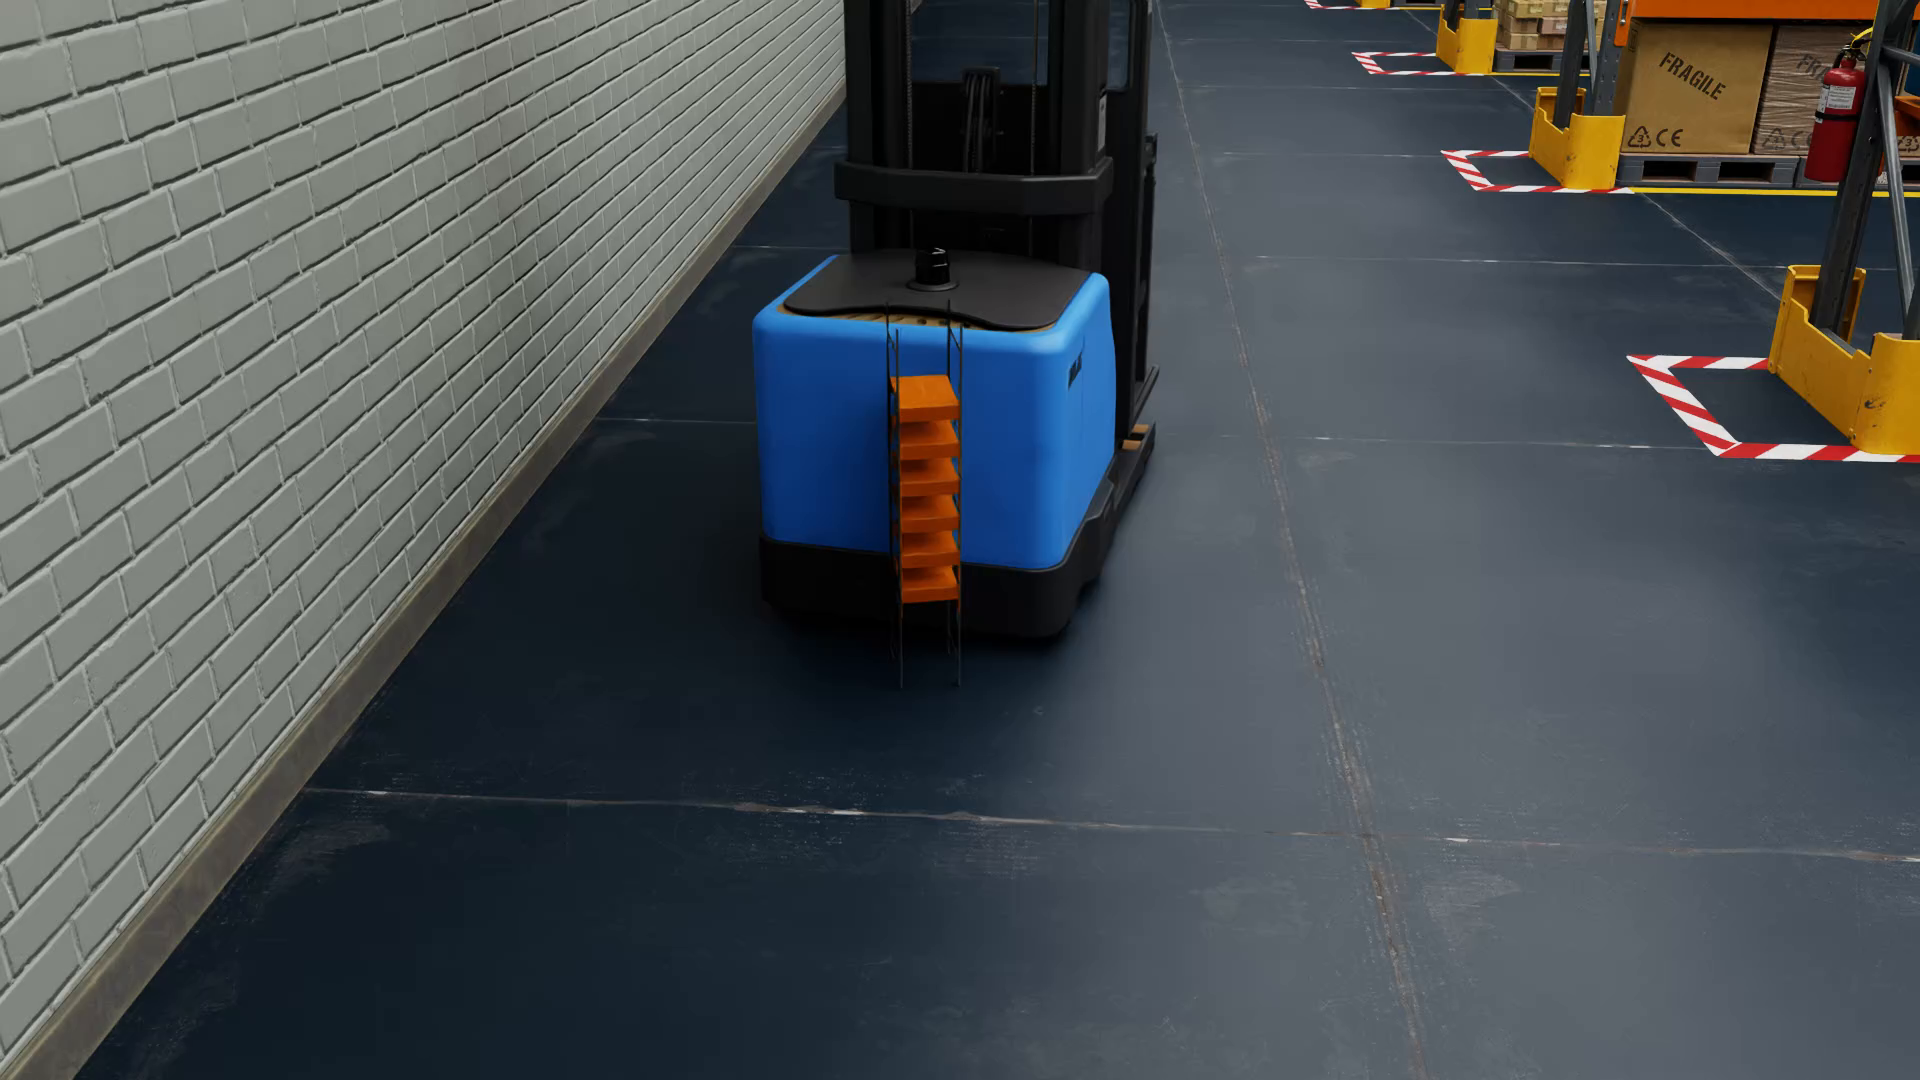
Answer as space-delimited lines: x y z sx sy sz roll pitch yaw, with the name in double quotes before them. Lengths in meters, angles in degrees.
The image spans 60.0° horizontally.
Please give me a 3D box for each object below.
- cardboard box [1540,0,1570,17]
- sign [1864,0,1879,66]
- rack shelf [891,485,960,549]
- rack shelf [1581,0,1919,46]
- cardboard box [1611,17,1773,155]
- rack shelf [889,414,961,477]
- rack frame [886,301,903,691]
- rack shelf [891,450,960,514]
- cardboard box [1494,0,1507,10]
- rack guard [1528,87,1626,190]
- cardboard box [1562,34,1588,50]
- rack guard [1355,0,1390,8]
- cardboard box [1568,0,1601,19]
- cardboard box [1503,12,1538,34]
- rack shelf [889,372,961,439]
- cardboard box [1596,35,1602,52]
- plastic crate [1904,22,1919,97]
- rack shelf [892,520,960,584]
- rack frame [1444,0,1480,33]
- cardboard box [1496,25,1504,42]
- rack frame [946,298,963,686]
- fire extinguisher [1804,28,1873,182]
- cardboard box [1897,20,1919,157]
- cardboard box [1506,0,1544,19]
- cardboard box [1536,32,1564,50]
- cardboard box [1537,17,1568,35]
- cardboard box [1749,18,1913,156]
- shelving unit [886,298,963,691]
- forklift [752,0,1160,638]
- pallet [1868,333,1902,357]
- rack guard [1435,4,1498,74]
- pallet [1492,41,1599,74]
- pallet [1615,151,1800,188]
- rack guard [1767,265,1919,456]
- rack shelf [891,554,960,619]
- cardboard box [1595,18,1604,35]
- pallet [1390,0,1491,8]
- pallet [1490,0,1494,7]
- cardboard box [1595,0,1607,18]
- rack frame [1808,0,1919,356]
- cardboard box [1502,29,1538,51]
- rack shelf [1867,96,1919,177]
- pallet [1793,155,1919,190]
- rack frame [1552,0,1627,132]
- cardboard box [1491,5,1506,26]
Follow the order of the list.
"cardboard box" 5.702 -5.147 16.043 0.250 0.149 0.380 2 25 5
"sign" 4.088 -2.273 7.407 0.005 0.325 0.100 2 25 4
"rack shelf" -0.109 -0.080 5.079 0.180 0.103 0.258 -4 28 -9
"rack shelf" 6.435 -3.643 11.439 4.000 0.370 1.077 2 25 4
"cardboard box" 5.085 -3.272 11.812 0.875 0.875 0.875 2 25 4
"rack shelf" -0.108 -0.293 4.968 0.180 0.103 0.258 -4 28 -9
"rack frame" -0.199 -0.113 5.045 0.006 1.200 0.240 -4 28 -9
"rack shelf" -0.108 -0.187 5.024 0.180 0.103 0.258 -4 28 -9
"cardboard box" 5.469 -5.352 16.490 0.250 0.149 0.380 2 25 5
"rack guard" 4.417 -2.899 11.952 0.348 0.500 1.175 2 25 4
"cardboard box" 5.935 -4.864 16.140 0.250 0.149 0.380 2 25 5
"rack guard" 5.176 -7.029 20.929 0.348 0.500 1.175 2 25 4
"cardboard box" 5.943 -5.085 15.910 0.250 0.149 0.380 2 25 4
"cardboard box" 5.424 -5.005 16.091 0.250 0.149 0.380 3 25 6
"rack shelf" -0.107 -0.399 4.913 0.180 0.103 0.258 -4 28 -9
"cardboard box" 6.181 -4.810 16.023 0.250 0.149 0.380 2 25 5
"plastic crate" 4.410 -2.080 7.068 0.499 0.435 0.616 2 25 4
"rack shelf" -0.110 0.026 5.135 0.180 0.103 0.258 -4 28 -9
"rack frame" 4.922 -6.098 15.914 0.127 3.000 1.000 2 25 4
"cardboard box" 5.462 -5.064 16.574 0.250 0.149 0.380 2 25 5
"rack frame" -0.018 -0.126 5.072 0.006 1.200 0.240 -4 28 -9
"fire extinguisher" 3.946 -1.959 7.458 0.183 0.674 0.296 2 25 4
"cardboard box" 6.880 -3.215 11.687 0.875 0.875 0.875 2 25 4
"cardboard box" 5.418 -5.105 15.953 0.250 0.149 0.380 1 25 2
"cardboard box" 5.687 -4.869 16.151 0.250 0.149 0.380 2 25 4
"cardboard box" 5.693 -4.973 16.021 0.250 0.149 0.380 2 25 4
"cardboard box" 5.993 -3.243 11.749 0.875 0.875 0.875 2 25 4
"shelving unit" -0.109 -0.120 5.059 0.189 1.200 0.258 -4 28 -9
"forklift" 0.195 -1.606 6.234 1.130 2.935 3.031 6 25 13
"pallet" 4.881 -0.660 7.432 1.213 0.211 1.003 2 25 4
"rack guard" 4.997 -4.960 16.431 0.348 0.500 1.175 2 25 4
"pallet" 5.805 -4.788 16.403 1.213 0.211 1.003 2 25 4
"pallet" 5.244 -2.774 12.026 1.213 0.211 1.003 2 25 4
"rack guard" 4.037 -0.829 7.454 0.348 0.500 1.175 2 25 4
"rack shelf" -0.110 0.132 5.191 0.180 0.103 0.258 -4 28 -9
"cardboard box" 6.191 -4.948 15.968 0.250 0.149 0.380 3 25 6
"pallet" 6.003 -6.904 21.003 1.213 0.211 1.003 2 25 4
"pallet" 7.216 -6.864 20.915 1.213 0.211 1.003 2 25 4
"cardboard box" 6.197 -5.112 15.967 0.250 0.149 0.380 1 25 1
"rack frame" 4.062 -1.970 6.942 0.127 3.000 1.000 2 25 4
"cardboard box" 5.419 -4.843 16.095 0.250 0.149 0.380 2 25 5
"rack shelf" 6.056 -1.579 6.953 4.000 0.370 1.077 2 25 4
"pallet" 6.457 -2.734 11.939 1.213 0.211 1.003 2 25 4
"rack frame" 4.441 -4.034 11.428 0.127 3.000 1.000 2 25 4
"cardboard box" 5.470 -5.231 16.581 0.250 0.149 0.380 1 25 3
